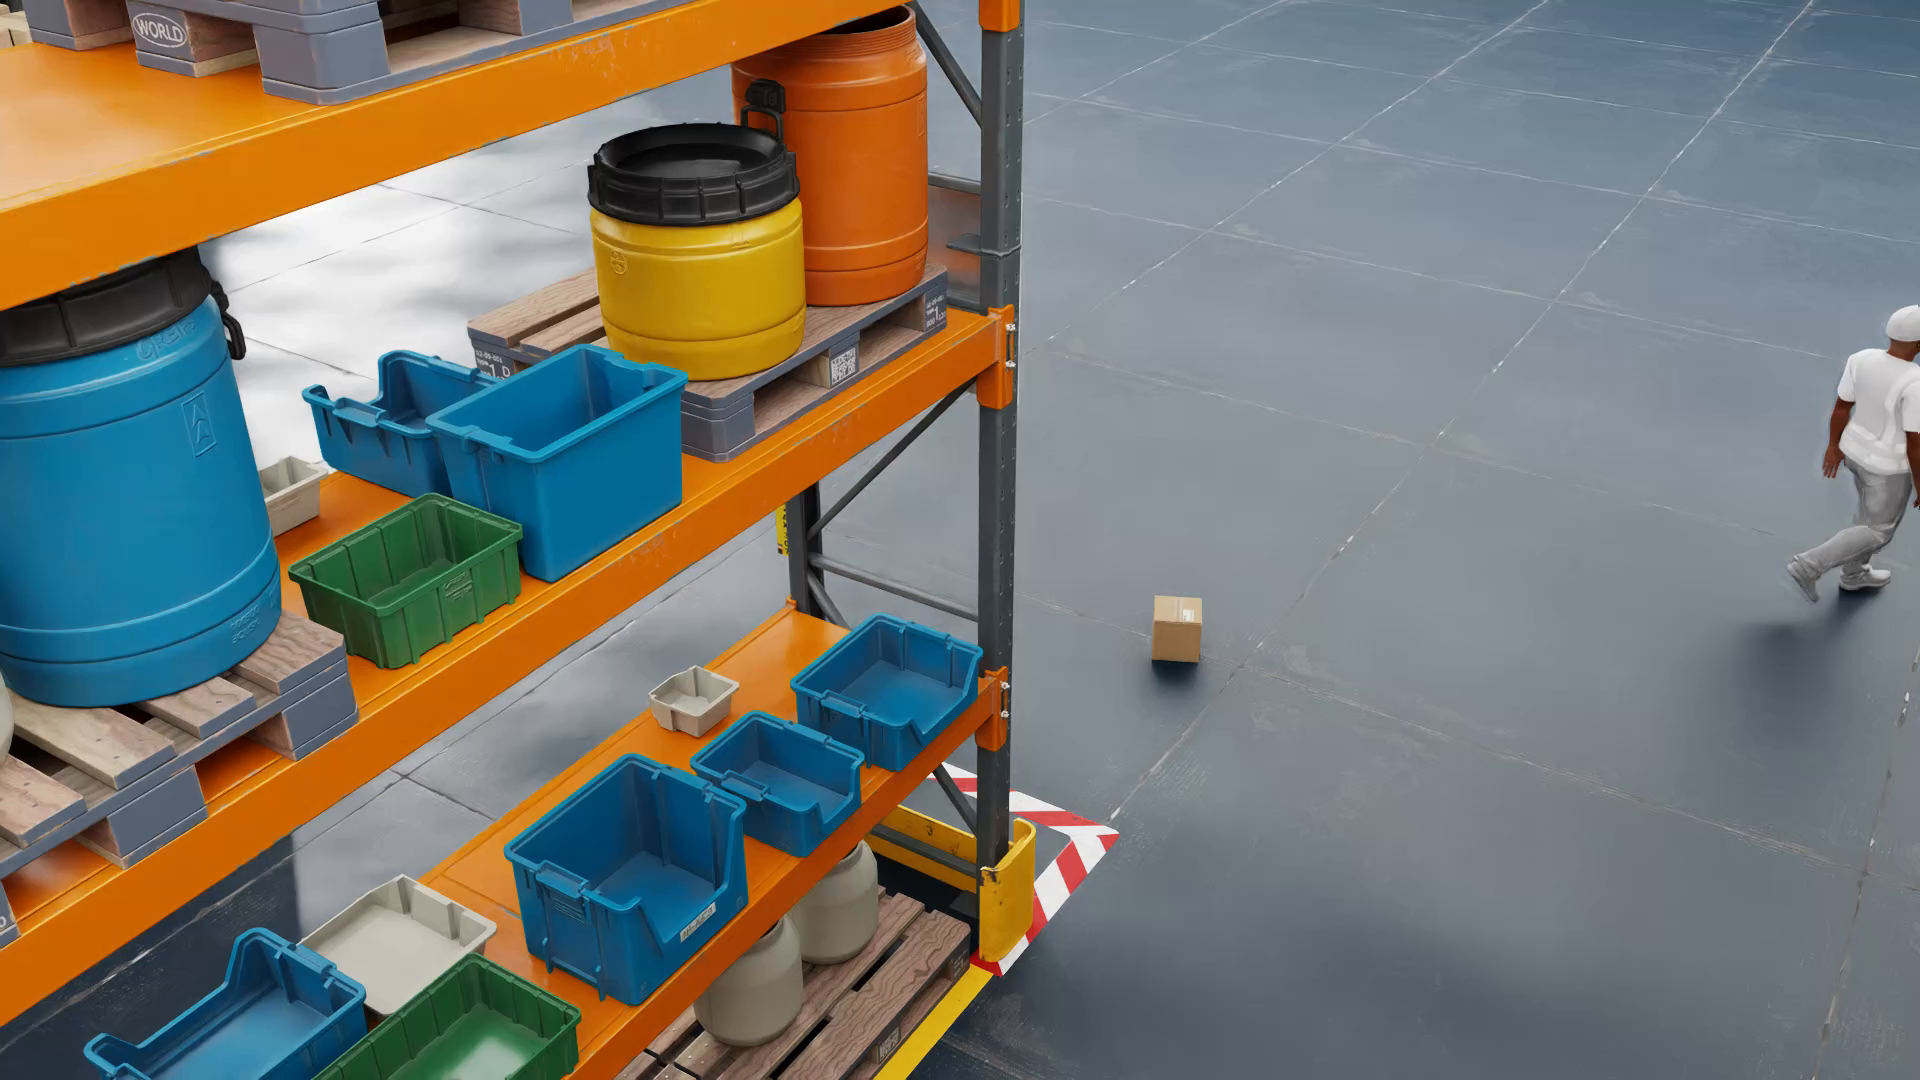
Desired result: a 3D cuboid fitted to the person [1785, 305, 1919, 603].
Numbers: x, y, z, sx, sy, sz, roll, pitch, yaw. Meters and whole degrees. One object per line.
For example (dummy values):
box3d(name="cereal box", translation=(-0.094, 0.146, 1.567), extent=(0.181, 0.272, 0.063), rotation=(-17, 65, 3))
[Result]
box3d(name="person", translation=(4.893, -0.437, 8.897), extent=(0.822, 1.740, 0.559), rotation=(-5, 31, -8))
